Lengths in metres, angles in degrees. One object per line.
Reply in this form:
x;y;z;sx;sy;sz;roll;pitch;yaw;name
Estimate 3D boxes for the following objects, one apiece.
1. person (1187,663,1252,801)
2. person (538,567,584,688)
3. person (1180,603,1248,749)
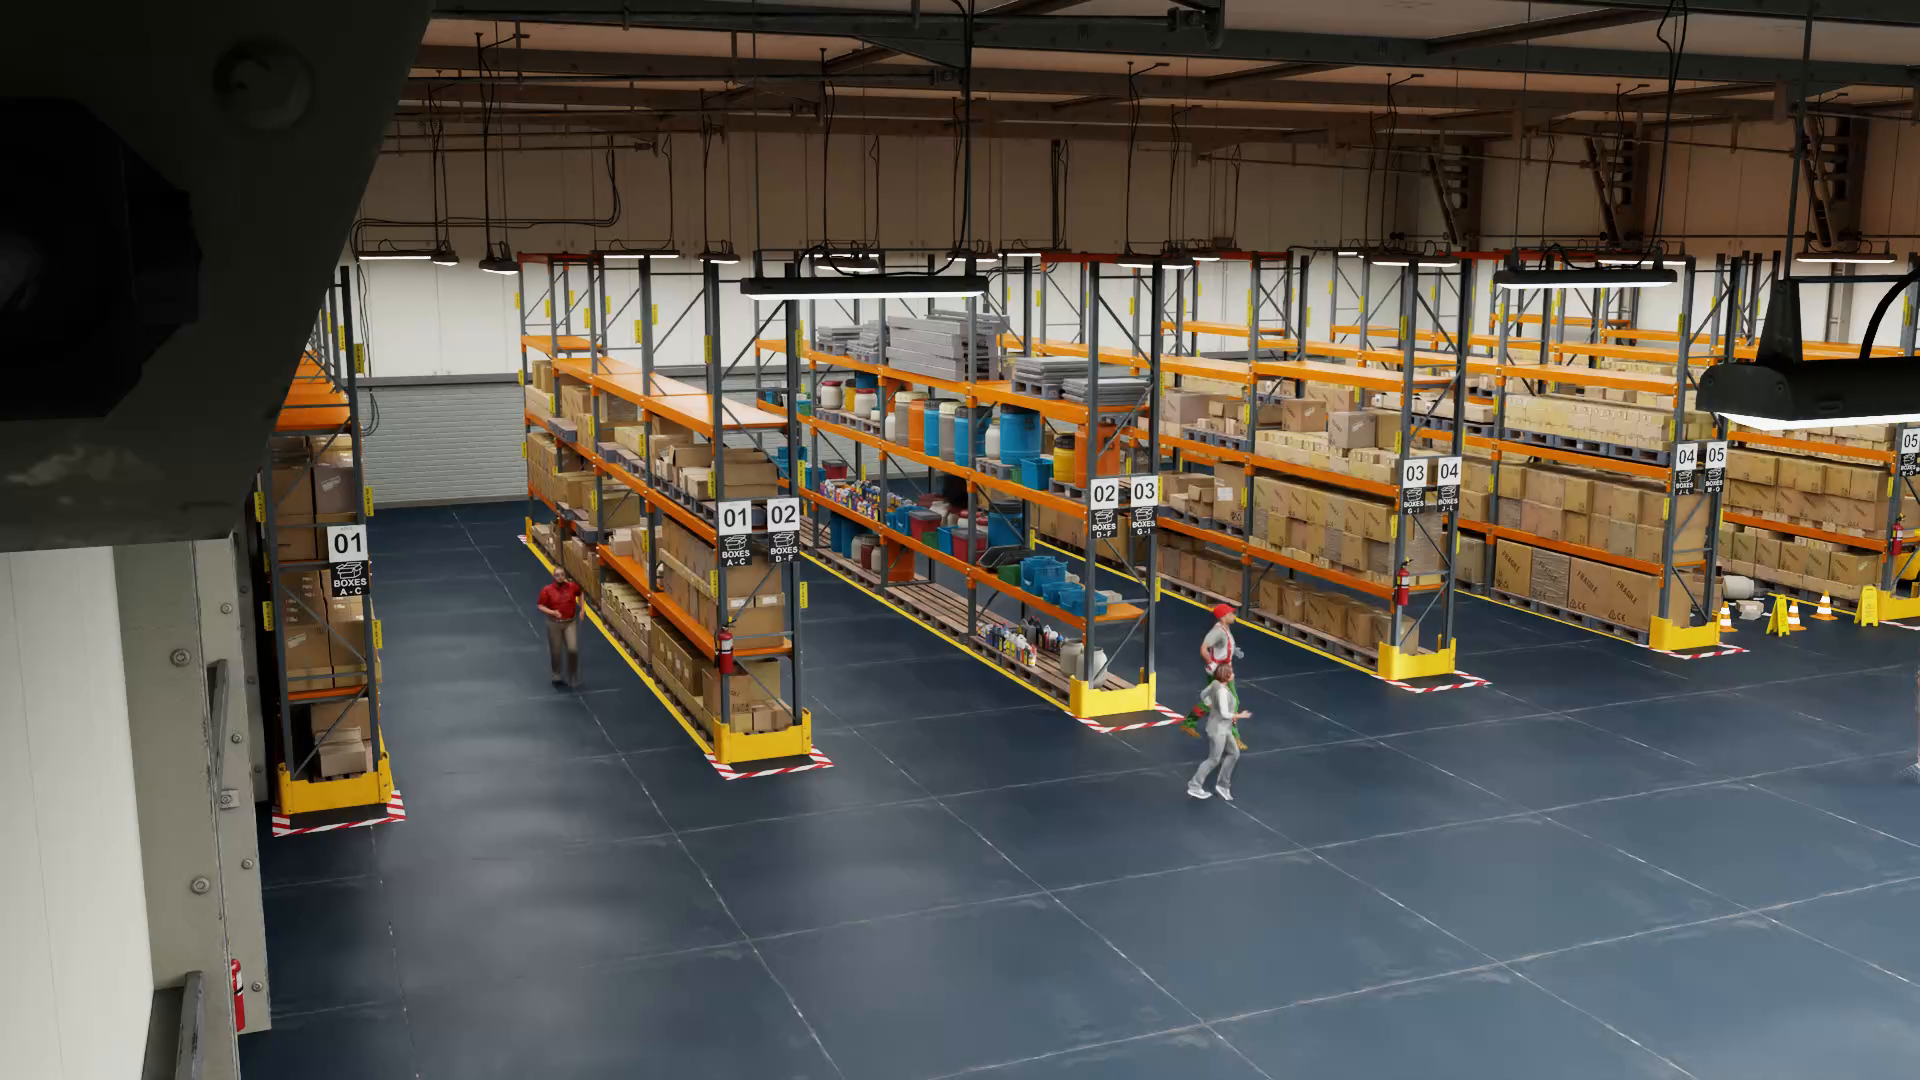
2.926;2.186;18.736;0.696;1.656;0.560;1;10;6;person
-5.614;1.258;23.528;0.677;1.795;0.741;-4;11;-21;person
3.216;1.686;20.865;0.819;1.831;0.663;1;10;6;person
